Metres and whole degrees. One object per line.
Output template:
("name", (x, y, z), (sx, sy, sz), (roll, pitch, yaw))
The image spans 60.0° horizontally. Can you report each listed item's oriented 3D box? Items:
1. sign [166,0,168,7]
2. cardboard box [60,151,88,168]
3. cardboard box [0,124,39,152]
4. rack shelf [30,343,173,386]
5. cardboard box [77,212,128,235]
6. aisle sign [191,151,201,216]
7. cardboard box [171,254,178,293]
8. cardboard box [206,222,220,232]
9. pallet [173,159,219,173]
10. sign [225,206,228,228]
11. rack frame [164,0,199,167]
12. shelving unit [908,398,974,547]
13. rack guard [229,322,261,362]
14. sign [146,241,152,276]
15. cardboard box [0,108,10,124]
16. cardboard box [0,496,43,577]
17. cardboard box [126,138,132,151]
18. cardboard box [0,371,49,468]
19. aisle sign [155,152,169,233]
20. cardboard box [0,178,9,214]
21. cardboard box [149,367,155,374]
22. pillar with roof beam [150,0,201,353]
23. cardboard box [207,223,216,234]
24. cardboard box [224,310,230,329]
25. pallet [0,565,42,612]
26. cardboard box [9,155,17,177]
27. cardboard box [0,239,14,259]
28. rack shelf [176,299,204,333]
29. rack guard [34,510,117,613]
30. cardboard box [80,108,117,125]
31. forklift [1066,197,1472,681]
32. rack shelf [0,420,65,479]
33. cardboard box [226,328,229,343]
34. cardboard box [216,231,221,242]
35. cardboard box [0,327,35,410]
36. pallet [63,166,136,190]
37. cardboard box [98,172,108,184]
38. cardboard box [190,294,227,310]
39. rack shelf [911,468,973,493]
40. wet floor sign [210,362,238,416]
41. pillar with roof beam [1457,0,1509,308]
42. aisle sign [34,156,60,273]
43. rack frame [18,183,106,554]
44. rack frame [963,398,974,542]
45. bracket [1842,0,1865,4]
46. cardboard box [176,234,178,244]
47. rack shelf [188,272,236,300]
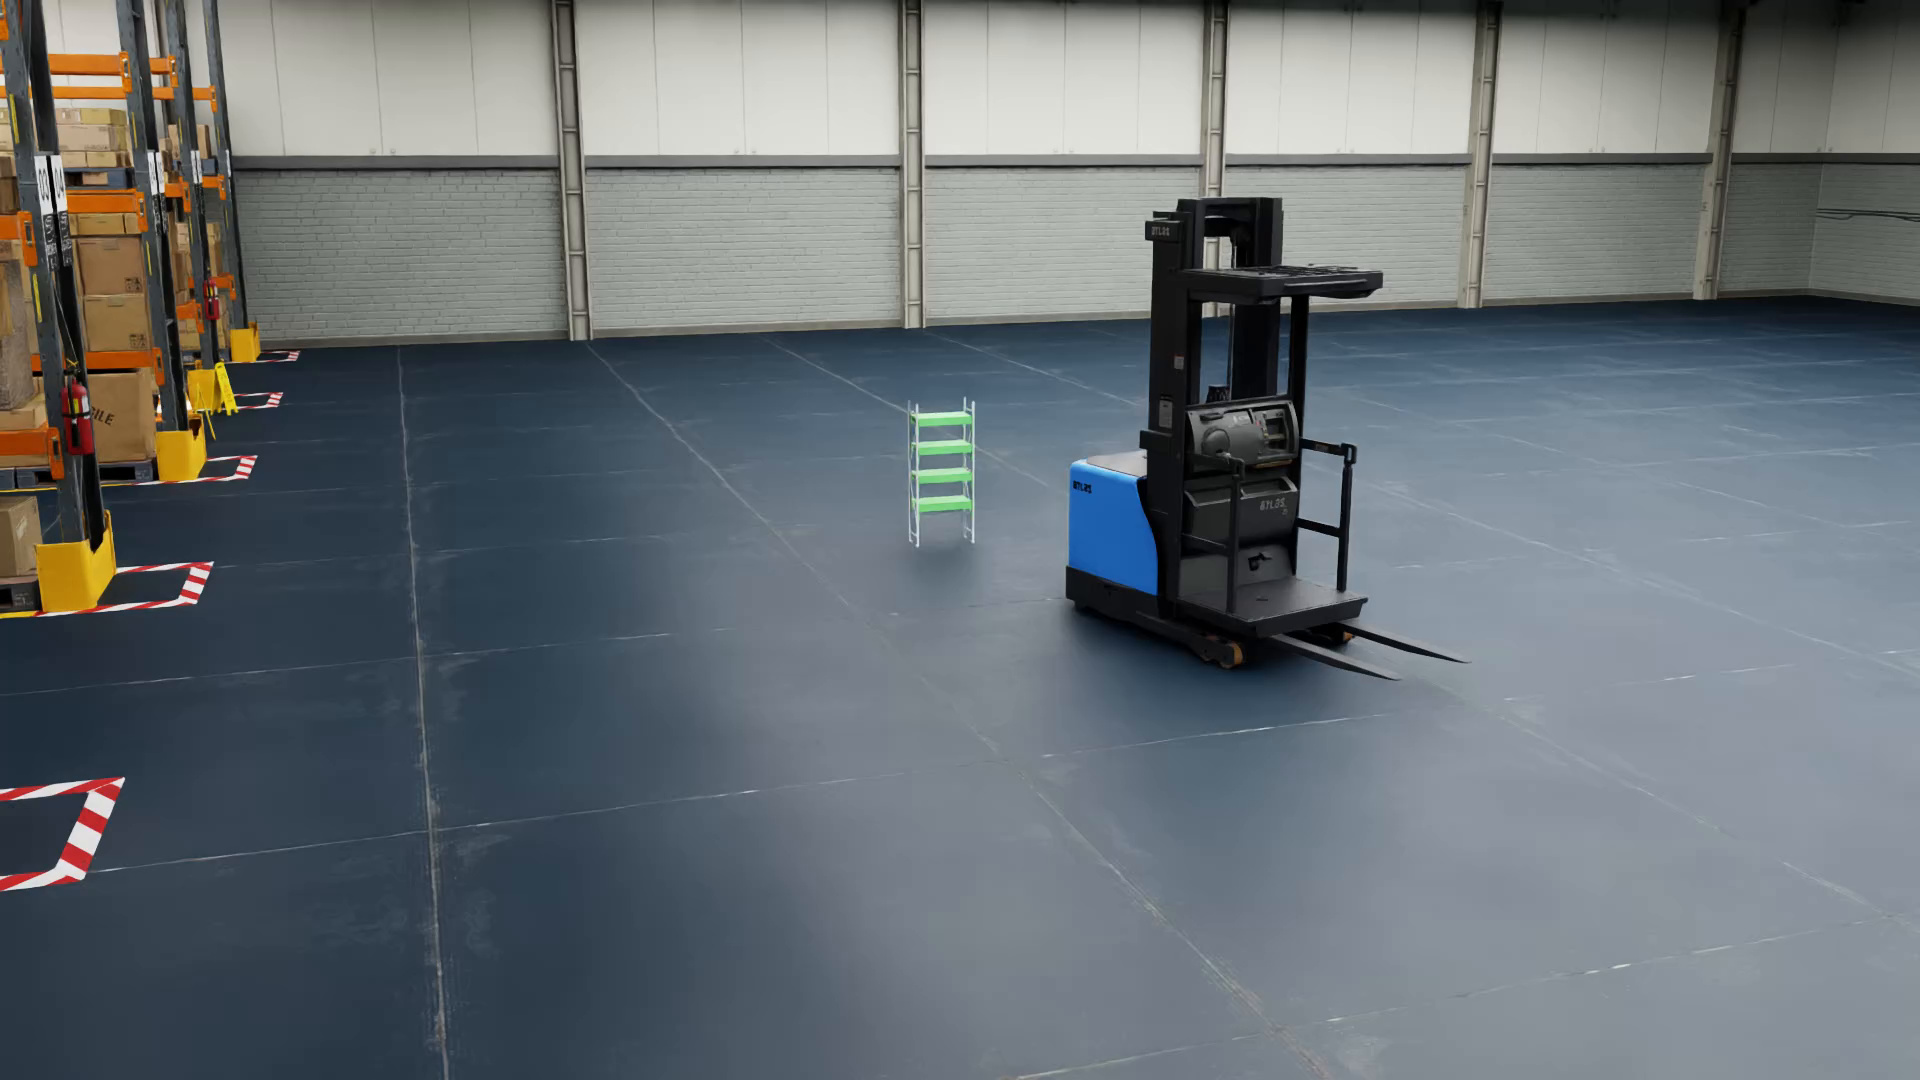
("sign", (-9.546, -6.579, 19.996), (0.005, 0.325, 0.100), (-4, 14, -18))
("cardboard box", (-8.475, -3.647, 15.930), (0.250, 0.149, 0.380), (-4, 14, -18))
("cardboard box", (-8.878, -3.824, 15.813), (0.500, 0.250, 0.500), (-4, 14, -18))
("rack shelf", (-9.925, -1.677, 16.264), (4.000, 0.370, 1.077), (-4, 14, -18))
("cardboard box", (-10.600, -3.811, 20.663), (0.500, 0.500, 0.700), (-4, 14, -18))
("aisle sign", (-9.553, -4.458, 20.786), (0.004, 0.787, 0.394), (-4, 14, -18))
("cardboard box", (-10.130, -3.345, 20.866), (0.500, 0.500, 0.500), (-5, 14, -19))
("cardboard box", (-11.677, -4.872, 25.882), (0.250, 0.149, 0.380), (-5, 14, -19))
("pallet", (-11.969, -5.711, 25.378), (1.213, 0.211, 1.003), (-4, 14, -18))
("sign", (-11.131, -4.899, 25.244), (0.005, 0.325, 0.100), (-4, 14, -18))
("rack frame", (-9.704, -6.171, 20.640), (0.127, 3.000, 1.000), (-4, 14, -18))
("shelving unit", (-0.157, -0.571, 13.953), (0.503, 1.200, 0.258), (-4, 14, -18))
("rack guard", (-11.268, -3.127, 26.207), (0.348, 0.500, 1.175), (-4, 14, -18))
("sign", (-7.869, -2.733, 16.136), (0.005, 0.325, 0.100), (-4, 14, -18))
("cardboard box", (-8.965, -3.996, 15.676), (0.250, 0.149, 0.380), (-4, 14, -17))
("cardboard box", (-7.140, -0.025, 12.259), (0.500, 0.500, 0.500), (-2, 14, -8))
("cardboard box", (-10.187, -4.877, 20.502), (0.250, 0.149, 0.380), (-4, 14, -17))
("cardboard box", (-9.484, -1.215, 16.453), (0.875, 0.875, 0.875), (-5, 14, -19))
("aisle sign", (-8.058, -3.510, 16.800), (0.004, 0.787, 0.394), (-4, 14, -18))
("cardboard box", (-6.919, -2.374, 11.483), (0.500, 0.250, 0.500), (-4, 14, -17))
("cardboard box", (-10.380, -2.368, 21.028), (0.500, 0.500, 0.500), (-4, 14, -18))
("pillar with roof beam", (-10.865, -6.462, 21.861), (0.400, 9.000, 9.100), (-4, 14, -18))
("cardboard box", (-11.563, -4.777, 25.484), (0.250, 0.149, 0.380), (-4, 14, -18))
("cardboard box", (-11.802, -3.462, 26.167), (0.500, 0.250, 0.500), (-4, 14, -17))
("pallet", (-7.396, 0.335, 12.277), (1.213, 0.211, 1.003), (-4, 14, -18))
("cardboard box", (-6.878, -2.690, 11.949), (0.250, 0.149, 0.380), (-5, 14, -18))
("cardboard box", (-9.459, -2.681, 16.276), (0.550, 0.550, 0.875), (-4, 14, -18))
("rack shelf", (-11.599, -2.755, 20.797), (4.000, 0.370, 1.077), (-4, 14, -18))
("rack guard", (-6.615, 0.143, 12.463), (0.348, 0.500, 1.175), (-4, 14, -18))
("cardboard box", (-8.240, -4.053, 15.914), (0.250, 0.149, 0.380), (-4, 14, -18))
("forklift", (1.998, -0.725, 10.855), (1.130, 2.935, 3.031), (-9, 16, -32))
("rack shelf", (-8.439, -0.581, 11.660), (4.000, 0.370, 1.077), (-4, 14, -18))
("cardboard box", (-11.818, -3.214, 26.208), (0.500, 0.250, 0.500), (-4, 14, -18))
("cardboard box", (-11.695, -4.737, 25.957), (0.250, 0.149, 0.380), (-5, 14, -20))
("cardboard box", (-7.073, -1.238, 12.006), (0.500, 0.500, 0.875), (-4, 14, -18))
("pallet", (-8.729, -3.533, 16.225), (1.213, 0.211, 1.003), (-4, 14, -18))
("cardboard box", (-10.441, -4.464, 20.489), (0.250, 0.149, 0.380), (-4, 14, -16))
("cardboard box", (-11.806, -3.700, 26.089), (0.500, 0.250, 0.500), (-5, 14, -19))
("rack shelf", (-0.157, -0.509, 13.967), (0.480, 0.148, 0.258), (-4, 14, -18))
("wet floor sign", (-9.182, -1.886, 20.679), (0.232, 0.644, 0.267), (0, 13, 1))
("pillar with roof beam", (11.882, -8.233, 29.308), (0.548, 9.000, 9.100), (-4, 14, -18))
("aisle sign", (-6.389, -2.283, 11.639), (0.004, 0.787, 0.394), (-4, 14, -18))
("rack frame", (-6.543, -1.079, 12.197), (0.127, 3.000, 1.000), (-4, 14, -18))
("rack frame", (0.074, -0.590, 14.028), (0.015, 1.200, 0.240), (-4, 14, -18))
("bracket", (18.948, -11.499, 35.260), (0.430, 0.232, 0.235), (-4, 14, -18))
("cardboard box", (-12.028, -4.587, 25.327), (0.250, 0.149, 0.380), (-4, 14, -17))
("rack shelf", (-13.186, -3.843, 25.373), (4.000, 0.370, 1.077), (-4, 14, -18))
